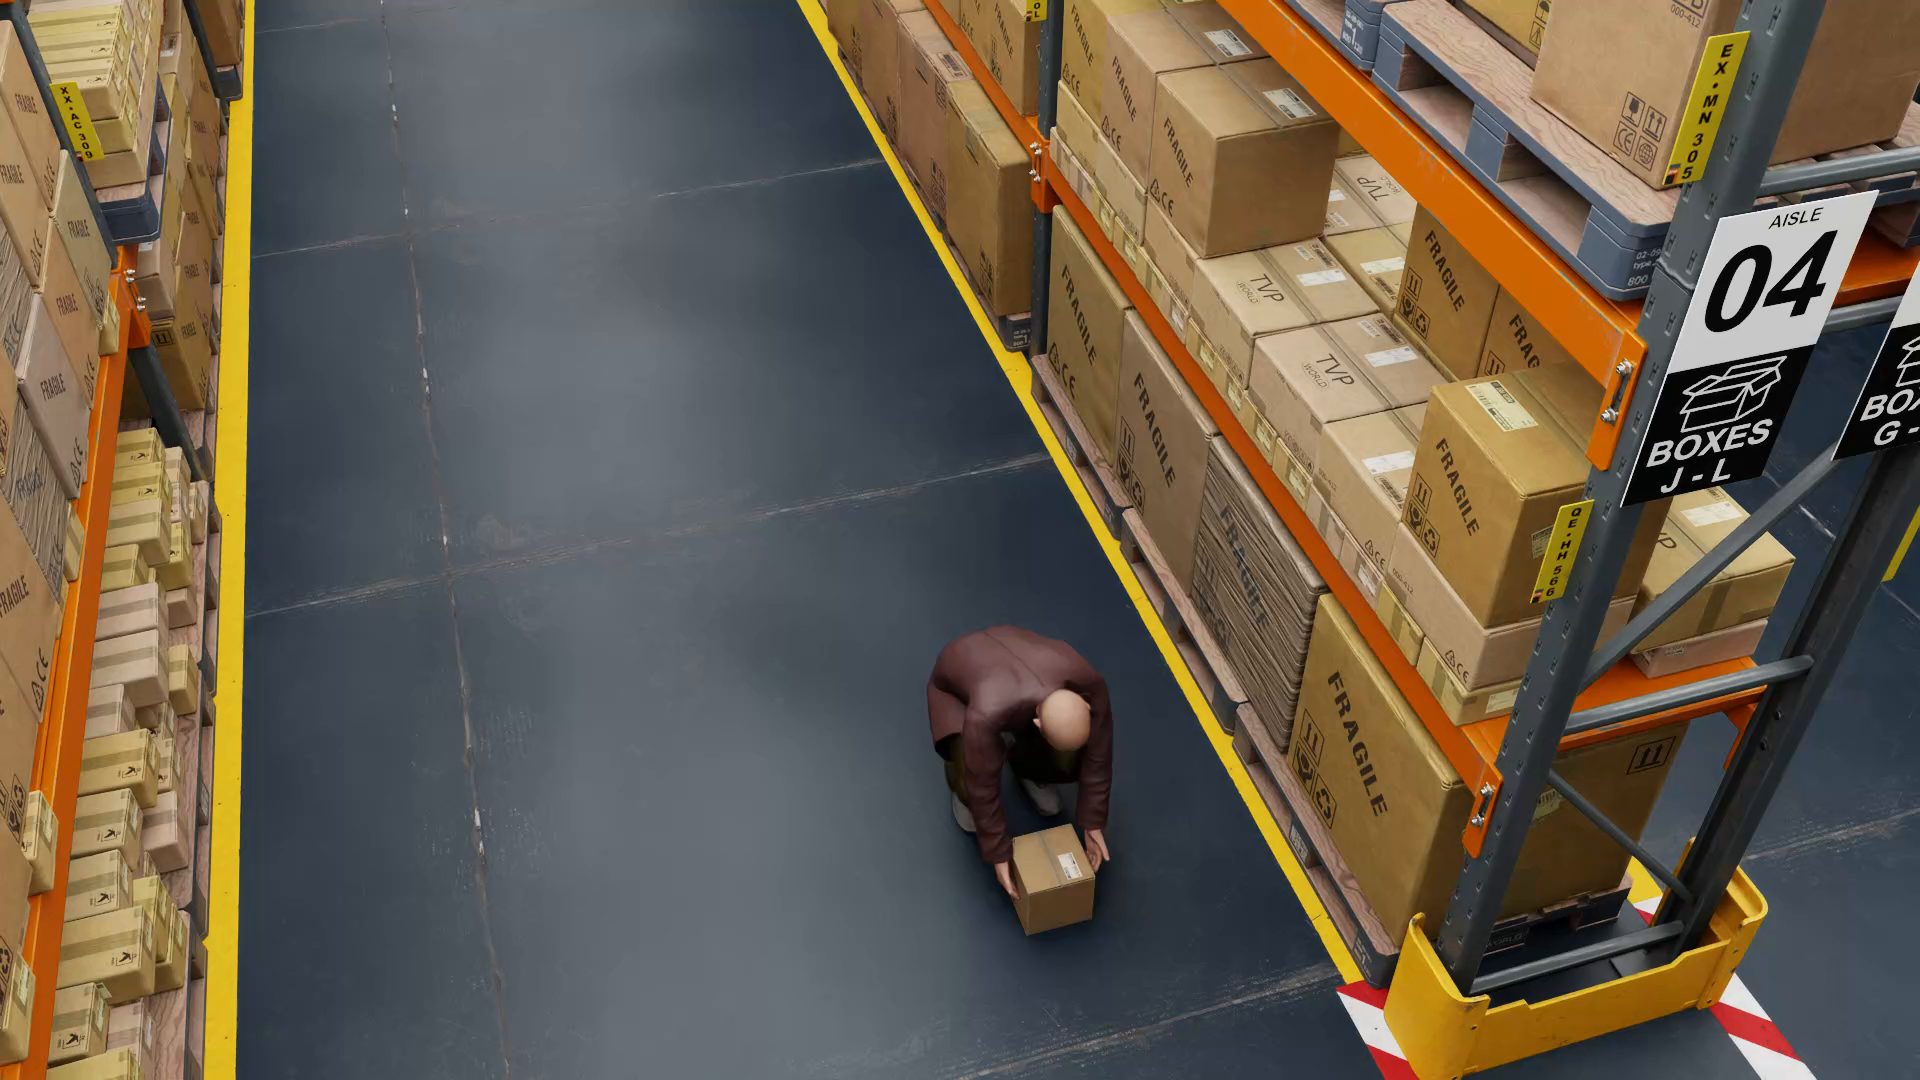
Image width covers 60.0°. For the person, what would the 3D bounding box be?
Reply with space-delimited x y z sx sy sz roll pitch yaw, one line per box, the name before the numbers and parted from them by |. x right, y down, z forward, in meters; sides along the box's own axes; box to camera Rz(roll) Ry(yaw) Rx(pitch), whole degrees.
person | 0.211 0.699 6.000 0.609 0.963 0.913 -12 43 -13
